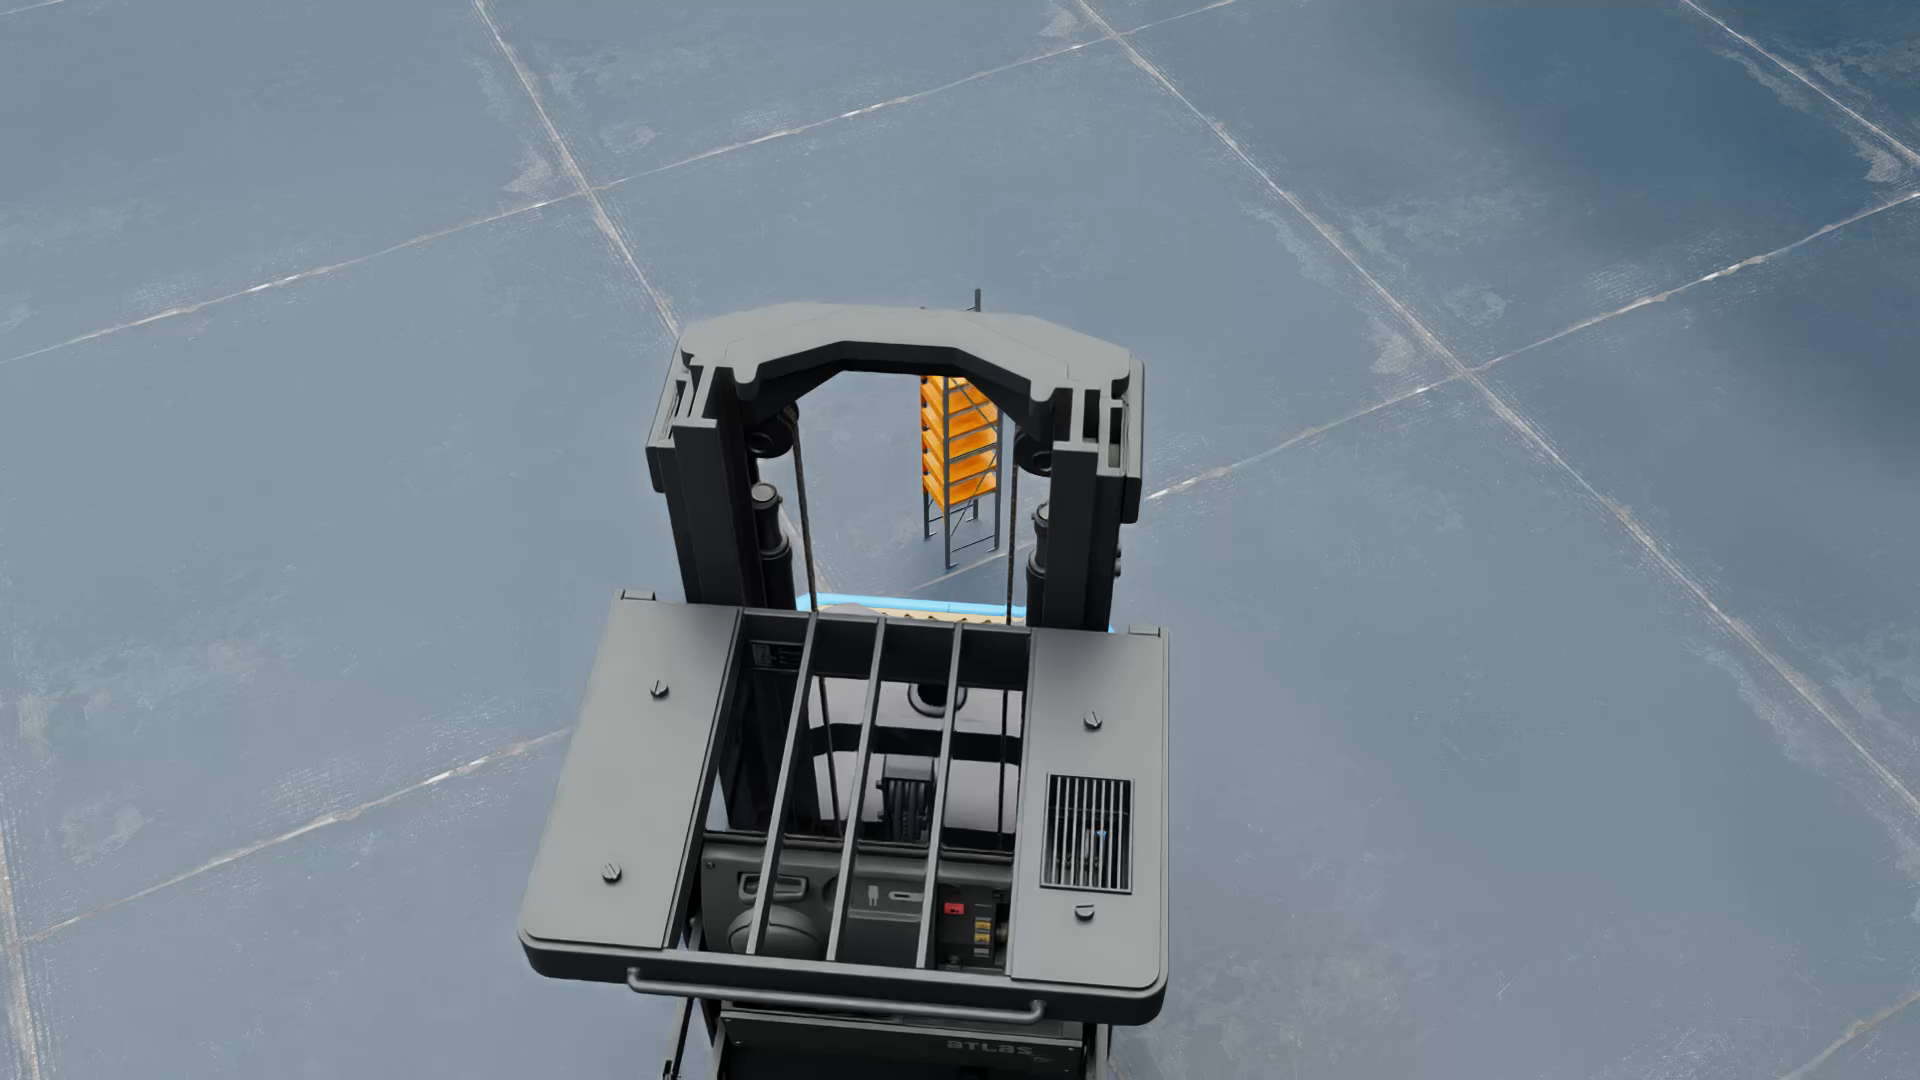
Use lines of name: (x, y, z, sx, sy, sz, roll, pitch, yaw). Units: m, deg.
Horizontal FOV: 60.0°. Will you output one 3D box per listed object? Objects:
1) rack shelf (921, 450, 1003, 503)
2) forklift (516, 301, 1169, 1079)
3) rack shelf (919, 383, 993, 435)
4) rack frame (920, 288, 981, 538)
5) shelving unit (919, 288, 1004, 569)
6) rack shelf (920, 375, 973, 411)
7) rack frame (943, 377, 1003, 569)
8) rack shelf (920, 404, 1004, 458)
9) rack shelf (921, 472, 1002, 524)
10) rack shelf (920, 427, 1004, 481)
rack shelf: (0.007, -0.277, 6.306, 0.258, 0.103, 0.180, -21, 52, -18)
forklift: (-0.163, 1.036, 3.789, 1.130, 2.935, 3.031, 4, 49, 3)
rack shelf: (0.007, -0.514, 6.035, 0.258, 0.103, 0.180, -21, 52, -18)
rack frame: (-0.035, -0.447, 6.236, 0.240, 1.200, 0.006, -21, 52, -18)
shelving unit: (0.007, -0.385, 6.183, 0.258, 1.200, 0.189, -21, 52, -18)
rack shelf: (0.007, -0.593, 5.945, 0.258, 0.103, 0.180, -21, 52, -18)
rack frame: (0.049, -0.324, 6.129, 0.240, 1.200, 0.006, -21, 52, -18)
rack shelf: (0.007, -0.435, 6.126, 0.258, 0.103, 0.180, -21, 52, -18)
rack shelf: (0.007, -0.198, 6.397, 0.258, 0.103, 0.180, -21, 52, -18)
rack shelf: (0.007, -0.356, 6.216, 0.258, 0.103, 0.180, -21, 52, -18)
